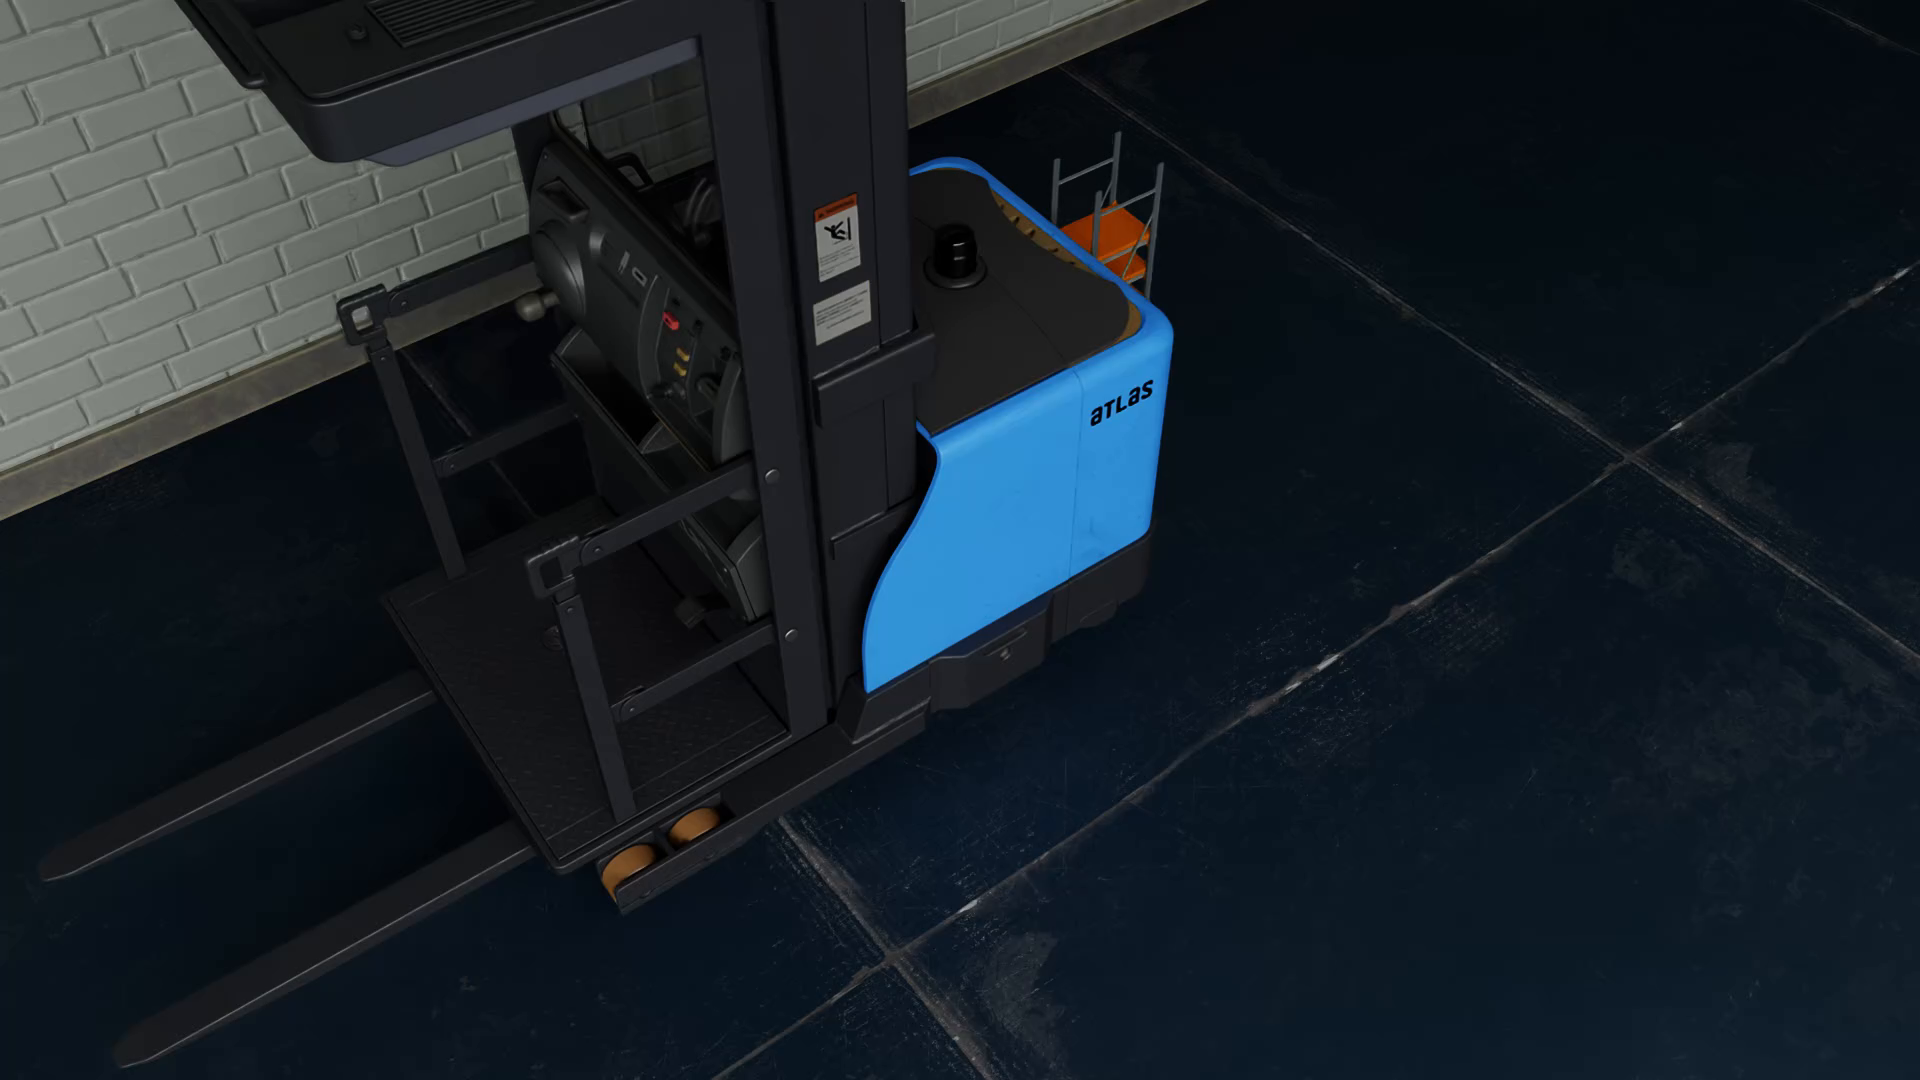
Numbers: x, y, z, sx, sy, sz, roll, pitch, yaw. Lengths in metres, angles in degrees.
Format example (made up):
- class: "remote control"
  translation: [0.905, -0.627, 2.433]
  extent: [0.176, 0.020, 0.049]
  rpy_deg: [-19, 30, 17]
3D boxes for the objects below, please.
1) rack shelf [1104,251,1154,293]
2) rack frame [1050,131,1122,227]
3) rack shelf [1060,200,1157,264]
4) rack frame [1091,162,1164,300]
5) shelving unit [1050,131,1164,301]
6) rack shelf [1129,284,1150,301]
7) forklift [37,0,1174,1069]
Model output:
- class: "rack shelf"
  translation: [0.408, -0.769, 4.873]
  extent: [0.258, 0.103, 0.180]
  rpy_deg: [-28, 54, -23]
- class: "rack frame"
  translation: [0.354, -0.693, 5.068]
  extent: [0.240, 1.200, 0.006]
  rpy_deg: [-28, 54, -23]
- class: "rack shelf"
  translation: [0.409, -0.850, 4.784]
  extent: [0.258, 0.103, 0.180]
  rpy_deg: [-28, 54, -23]
- class: "rack frame"
  translation: [0.462, -0.583, 4.968]
  extent: [0.240, 1.200, 0.006]
  rpy_deg: [-28, 54, -23]
- class: "shelving unit"
  translation: [0.408, -0.638, 5.018]
  extent: [0.258, 1.200, 0.189]
  rpy_deg: [-28, 54, -23]
- class: "rack shelf"
  translation: [0.408, -0.689, 4.962]
  extent: [0.258, 0.103, 0.180]
  rpy_deg: [-28, 54, -23]
- class: "forklift"
  translation: [-0.916, -0.472, 3.700]
  extent: [3.031, 2.935, 1.130]
  rpy_deg: [-28, 54, -23]
